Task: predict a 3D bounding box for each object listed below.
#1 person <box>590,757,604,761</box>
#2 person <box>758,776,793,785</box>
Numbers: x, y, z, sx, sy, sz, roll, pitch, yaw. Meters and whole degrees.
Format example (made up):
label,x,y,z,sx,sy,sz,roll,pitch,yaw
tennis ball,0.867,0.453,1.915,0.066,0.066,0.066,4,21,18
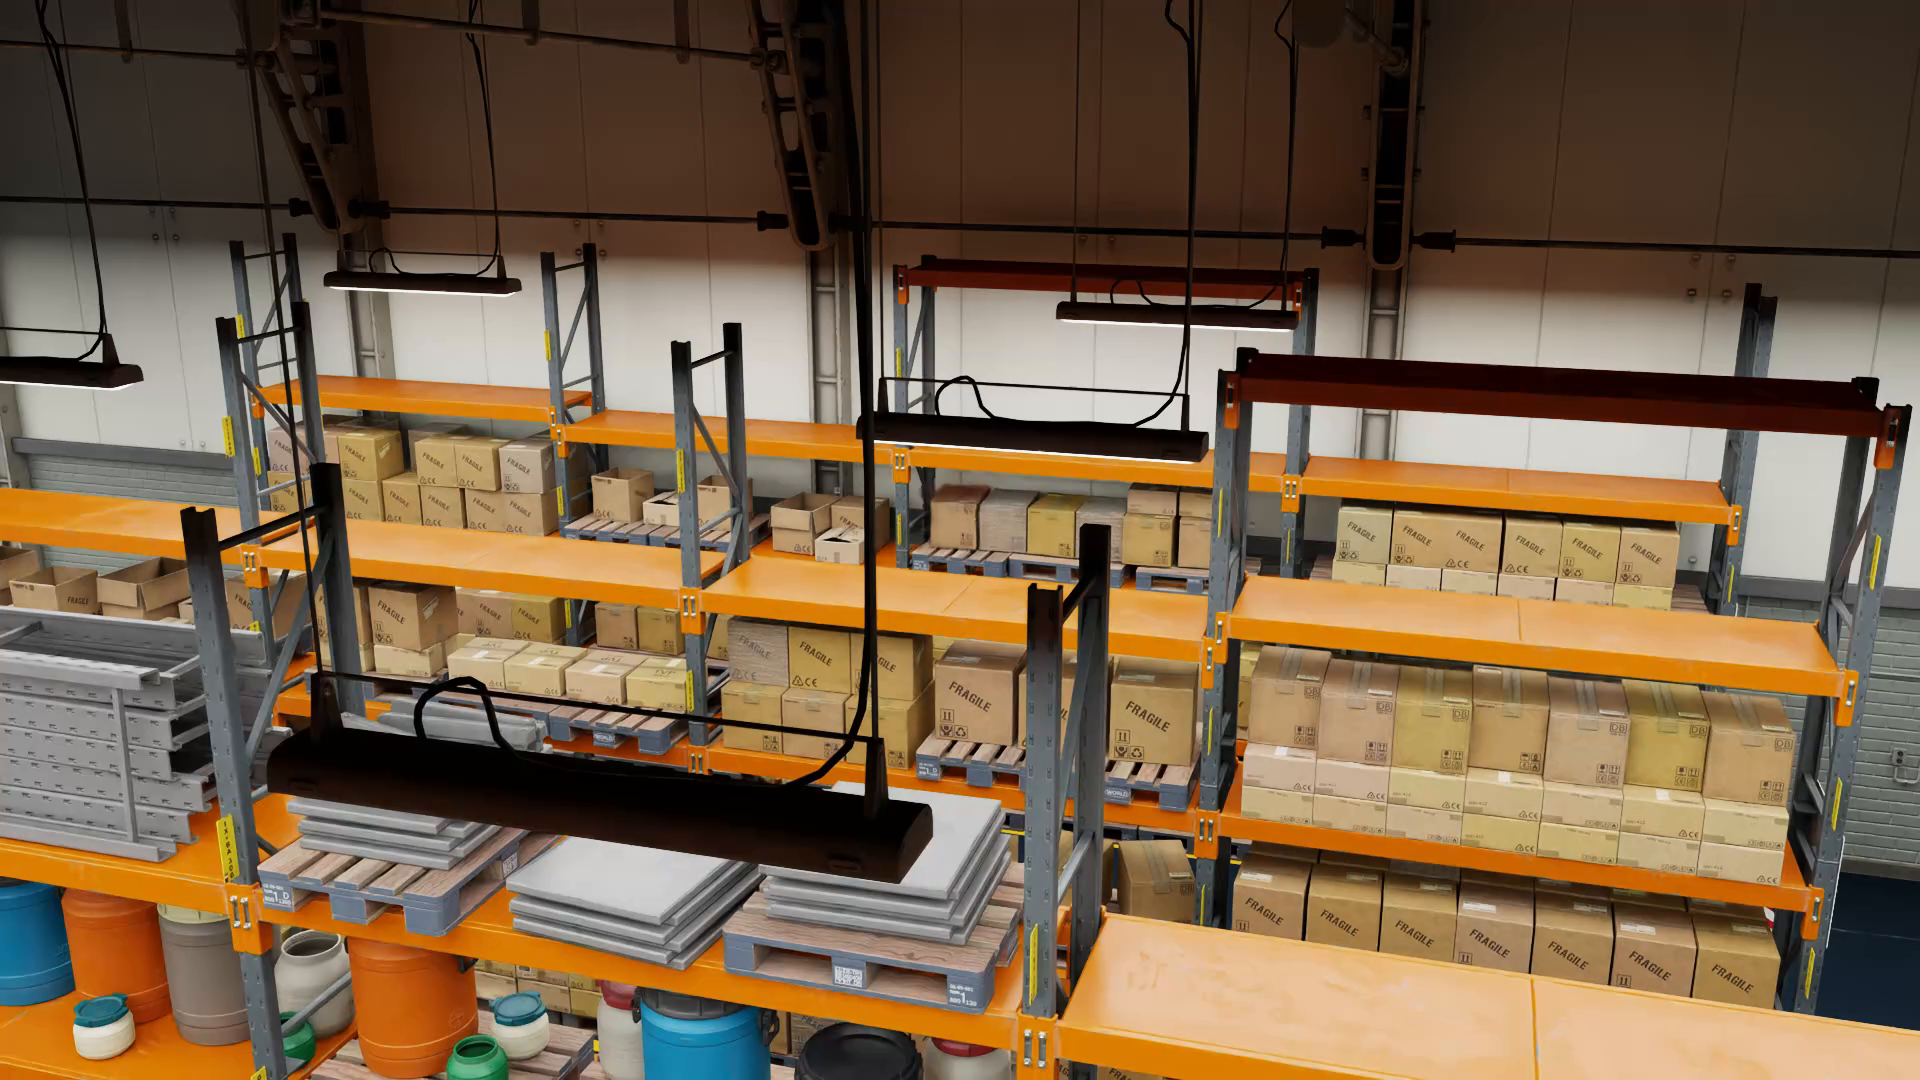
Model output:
label,x,y,z,sx,sy,sz,roll,pitch,yaw
person,-3.469,2.824,16.003,0.492,1.616,0.525,2,16,8
person,-1.853,2.475,16.425,1.023,1.529,0.466,7,17,22
